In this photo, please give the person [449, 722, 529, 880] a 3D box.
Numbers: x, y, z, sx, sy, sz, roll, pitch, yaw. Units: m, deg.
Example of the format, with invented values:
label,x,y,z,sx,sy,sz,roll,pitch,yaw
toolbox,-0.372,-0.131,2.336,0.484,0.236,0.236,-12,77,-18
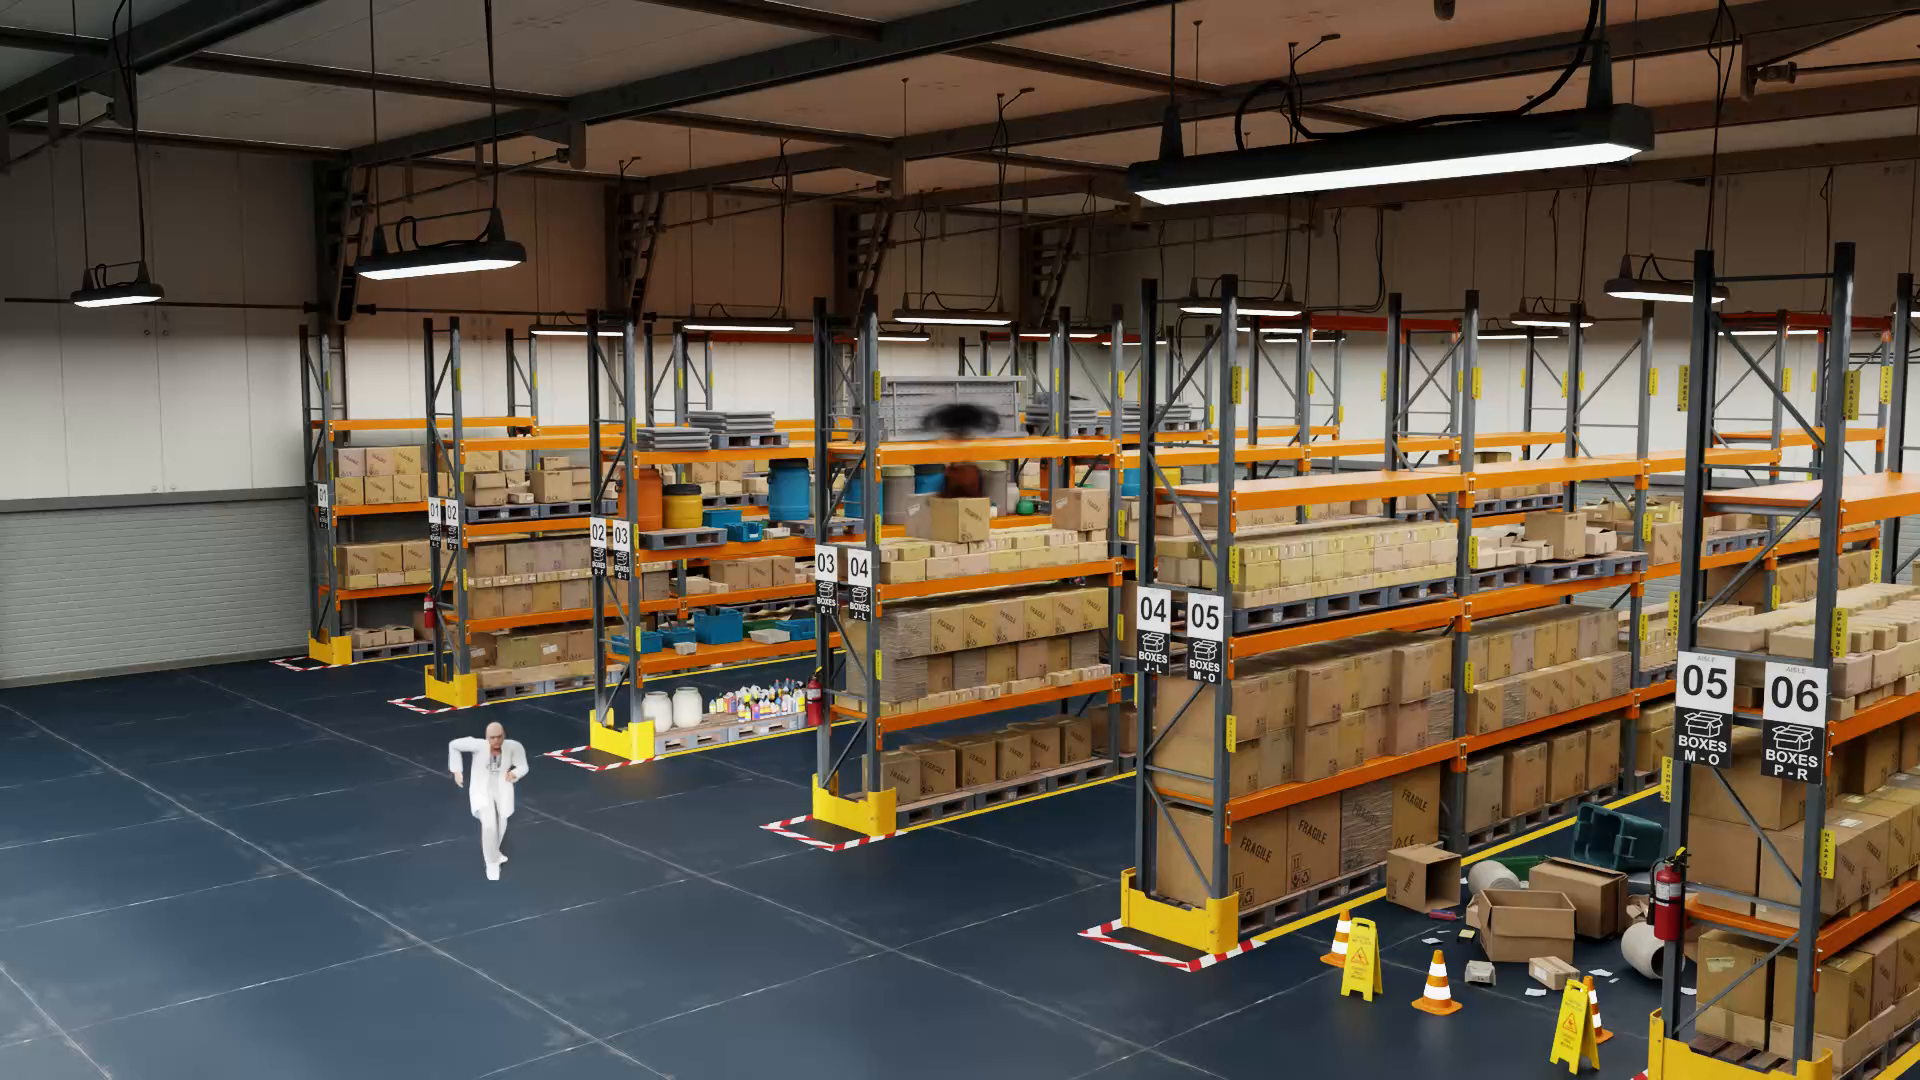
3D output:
label,x,y,z,sx,sy,sz,roll,pitch,yaw
person,-4.816,2.675,17.026,0.752,1.640,1.046,-2,6,-23
